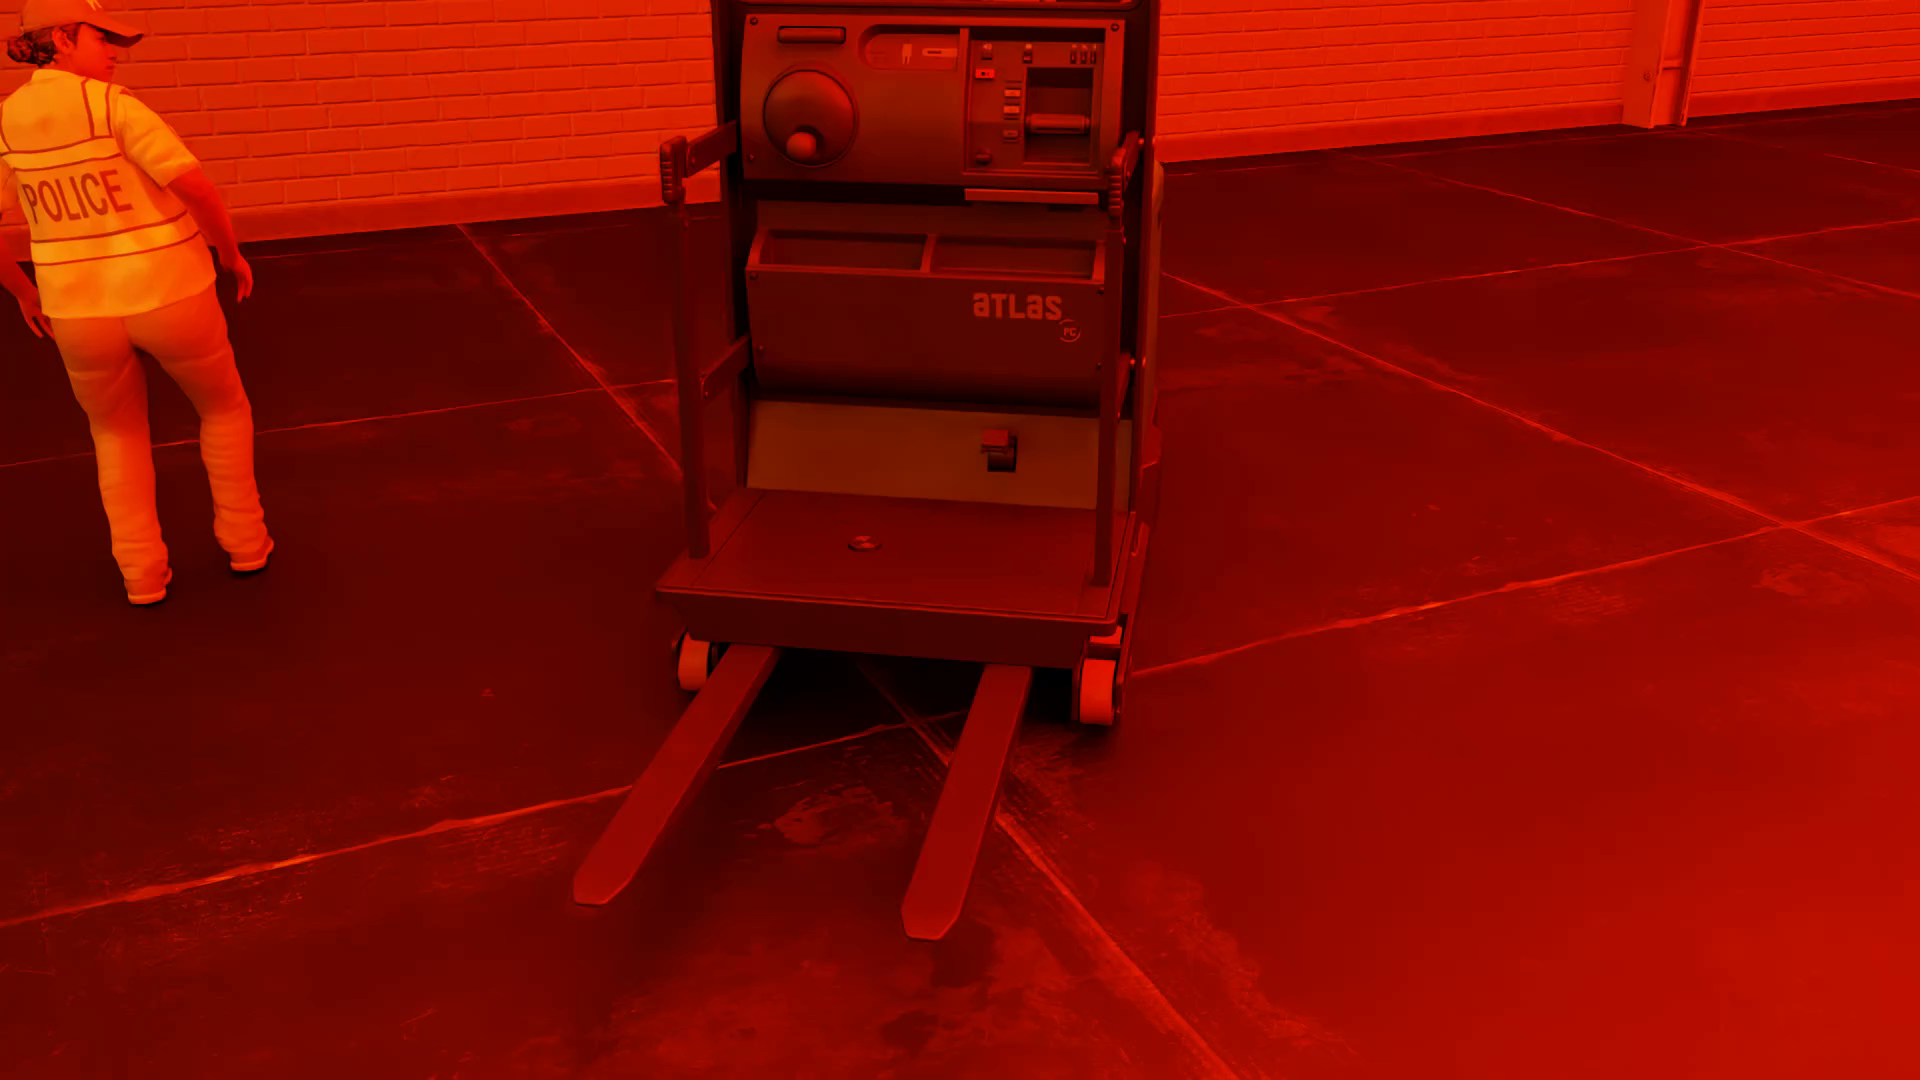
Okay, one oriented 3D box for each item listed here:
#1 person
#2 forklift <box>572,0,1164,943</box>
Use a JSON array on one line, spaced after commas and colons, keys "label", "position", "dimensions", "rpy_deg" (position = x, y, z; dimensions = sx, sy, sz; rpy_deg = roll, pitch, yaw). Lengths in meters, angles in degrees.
[{"label": "person", "position": [-2.283, -0.645, 4.534], "dimensions": [0.673, 1.641, 0.512], "rpy_deg": [-4, 23, -9]}, {"label": "forklift", "position": [-0.107, -1.052, 3.818], "dimensions": [1.130, 2.935, 3.031], "rpy_deg": [4, 23, 9]}]
